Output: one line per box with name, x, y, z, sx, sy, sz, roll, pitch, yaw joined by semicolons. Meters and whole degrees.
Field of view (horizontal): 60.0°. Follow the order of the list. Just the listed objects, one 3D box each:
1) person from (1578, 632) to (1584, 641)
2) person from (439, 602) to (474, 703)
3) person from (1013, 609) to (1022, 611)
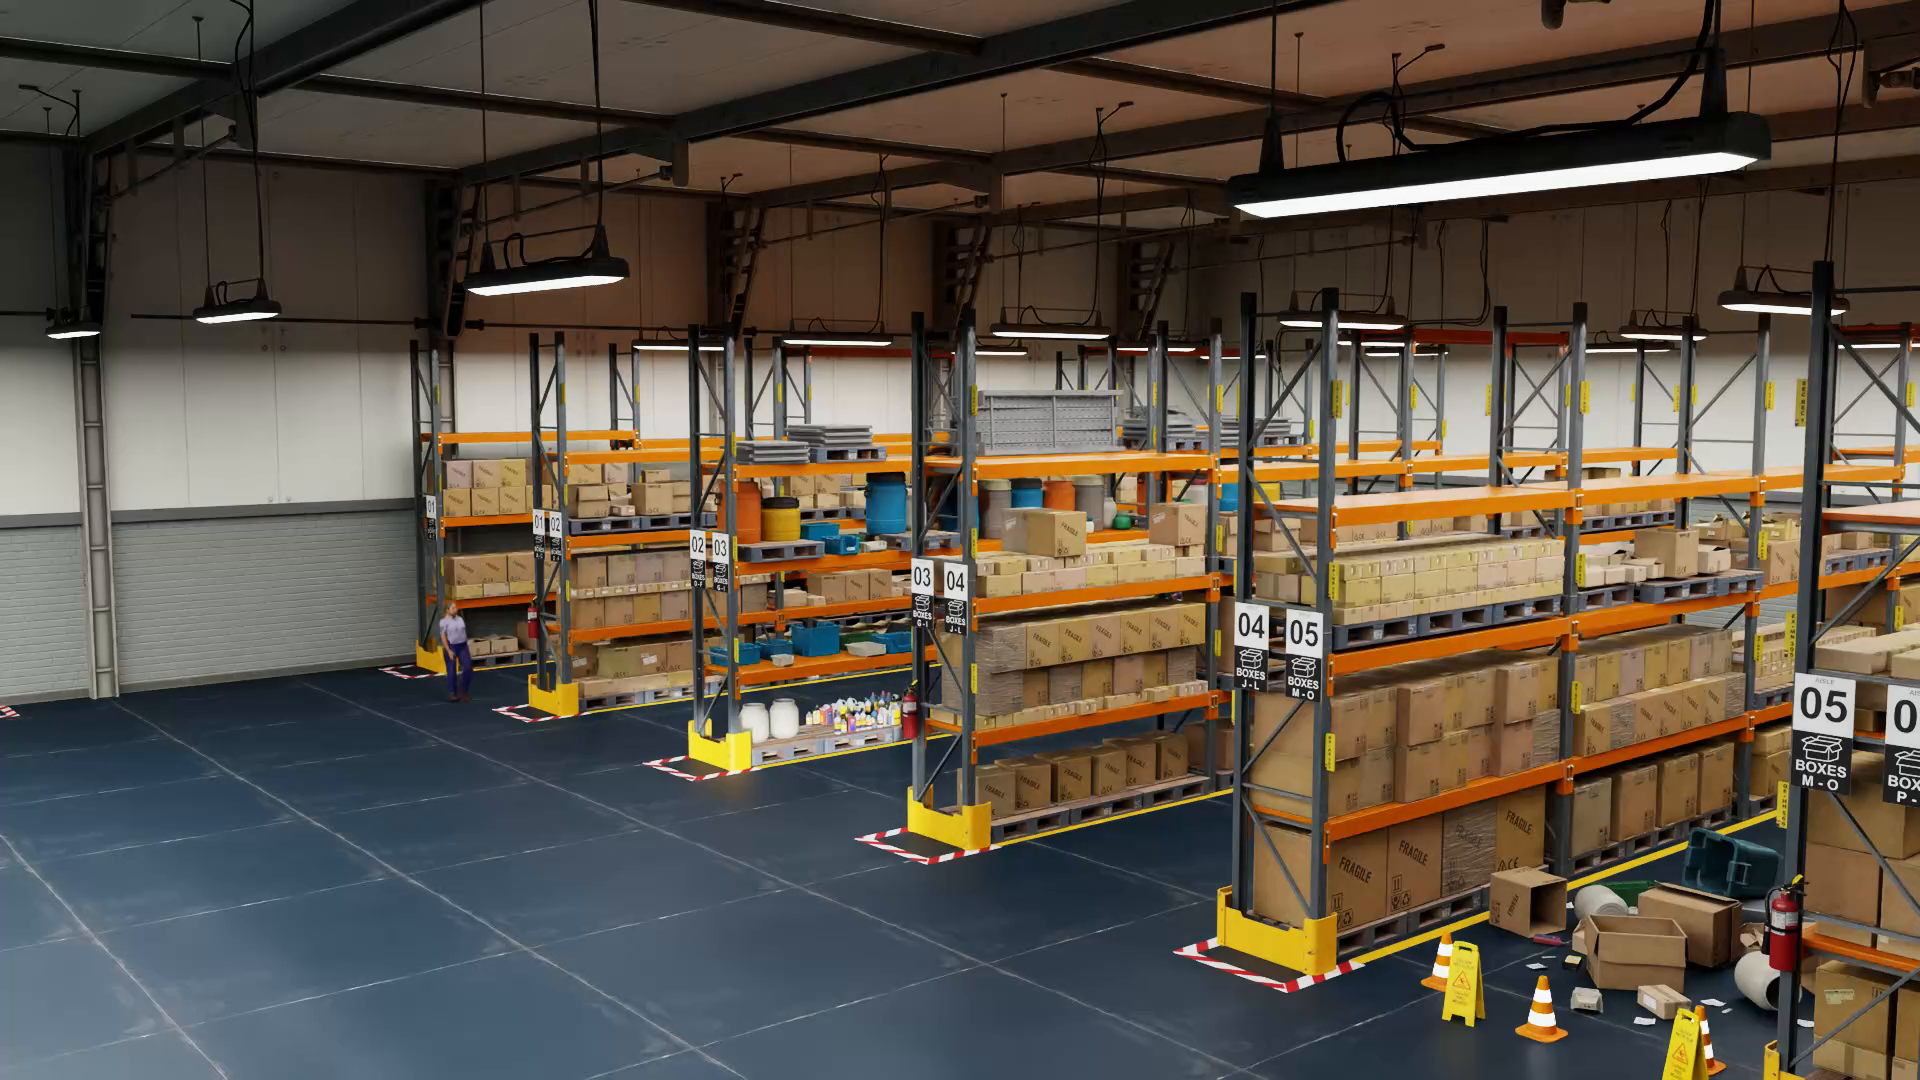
person;8.948;2.095;24.280;0.986;1.639;0.448;-5;7;-42
person;-8.242;1.837;27.165;0.493;1.668;0.503;-3;6;-28
person;1.088;1.287;30.060;0.571;1.665;0.550;-3;6;-28
